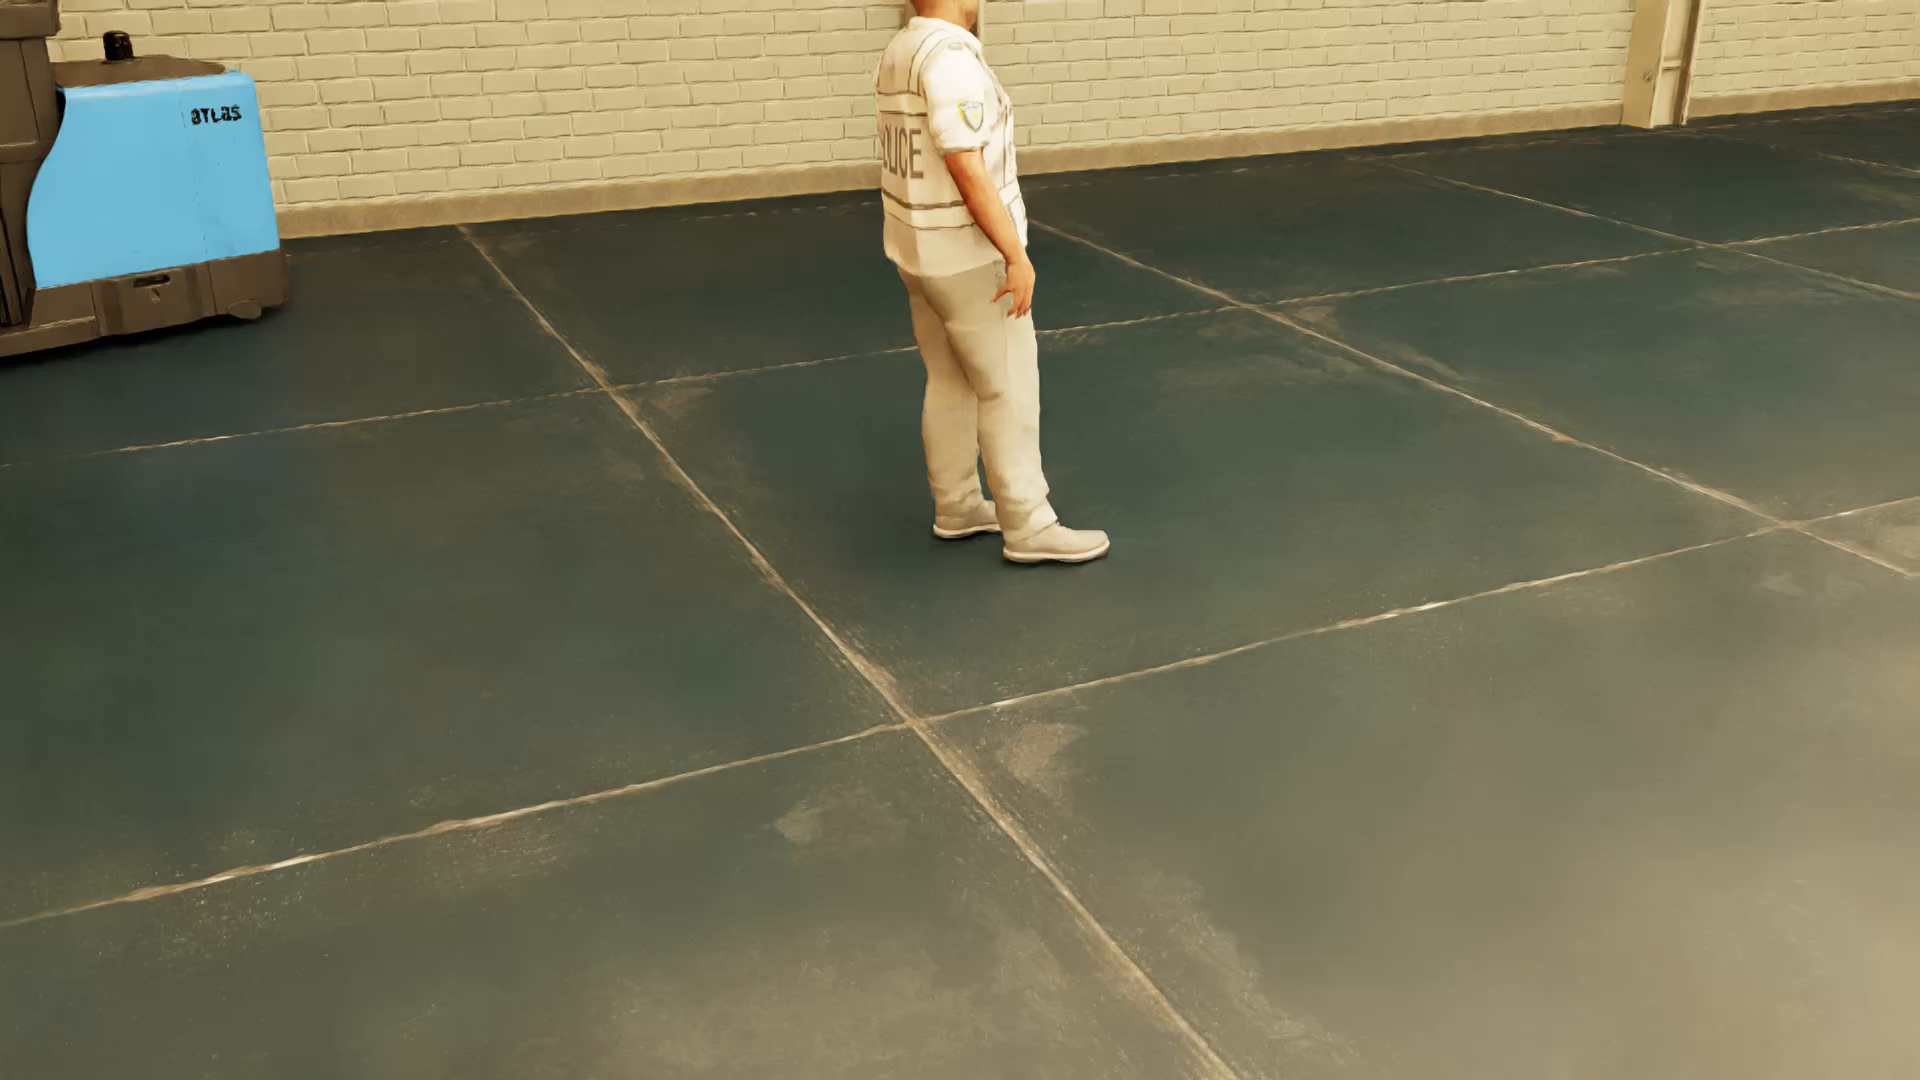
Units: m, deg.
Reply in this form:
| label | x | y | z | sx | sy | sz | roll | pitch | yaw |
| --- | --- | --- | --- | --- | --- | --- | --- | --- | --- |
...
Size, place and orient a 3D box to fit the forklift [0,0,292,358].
| label | x | y | z | sx | sy | sz | roll | pitch | yaw |
| --- | --- | --- | --- | --- | --- | --- | --- | --- | --- |
| forklift | -4.429 | -2.104 | 6.350 | 1.130 | 2.935 | 3.031 | 21 | 30 | 41 |

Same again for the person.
| label | x | y | z | sx | sy | sz | roll | pitch | yaw |
| --- | --- | --- | --- | --- | --- | --- | --- | --- | --- |
| person | 0.075 | -0.839 | 4.782 | 0.574 | 1.781 | 0.640 | -10 | 25 | -23 |
